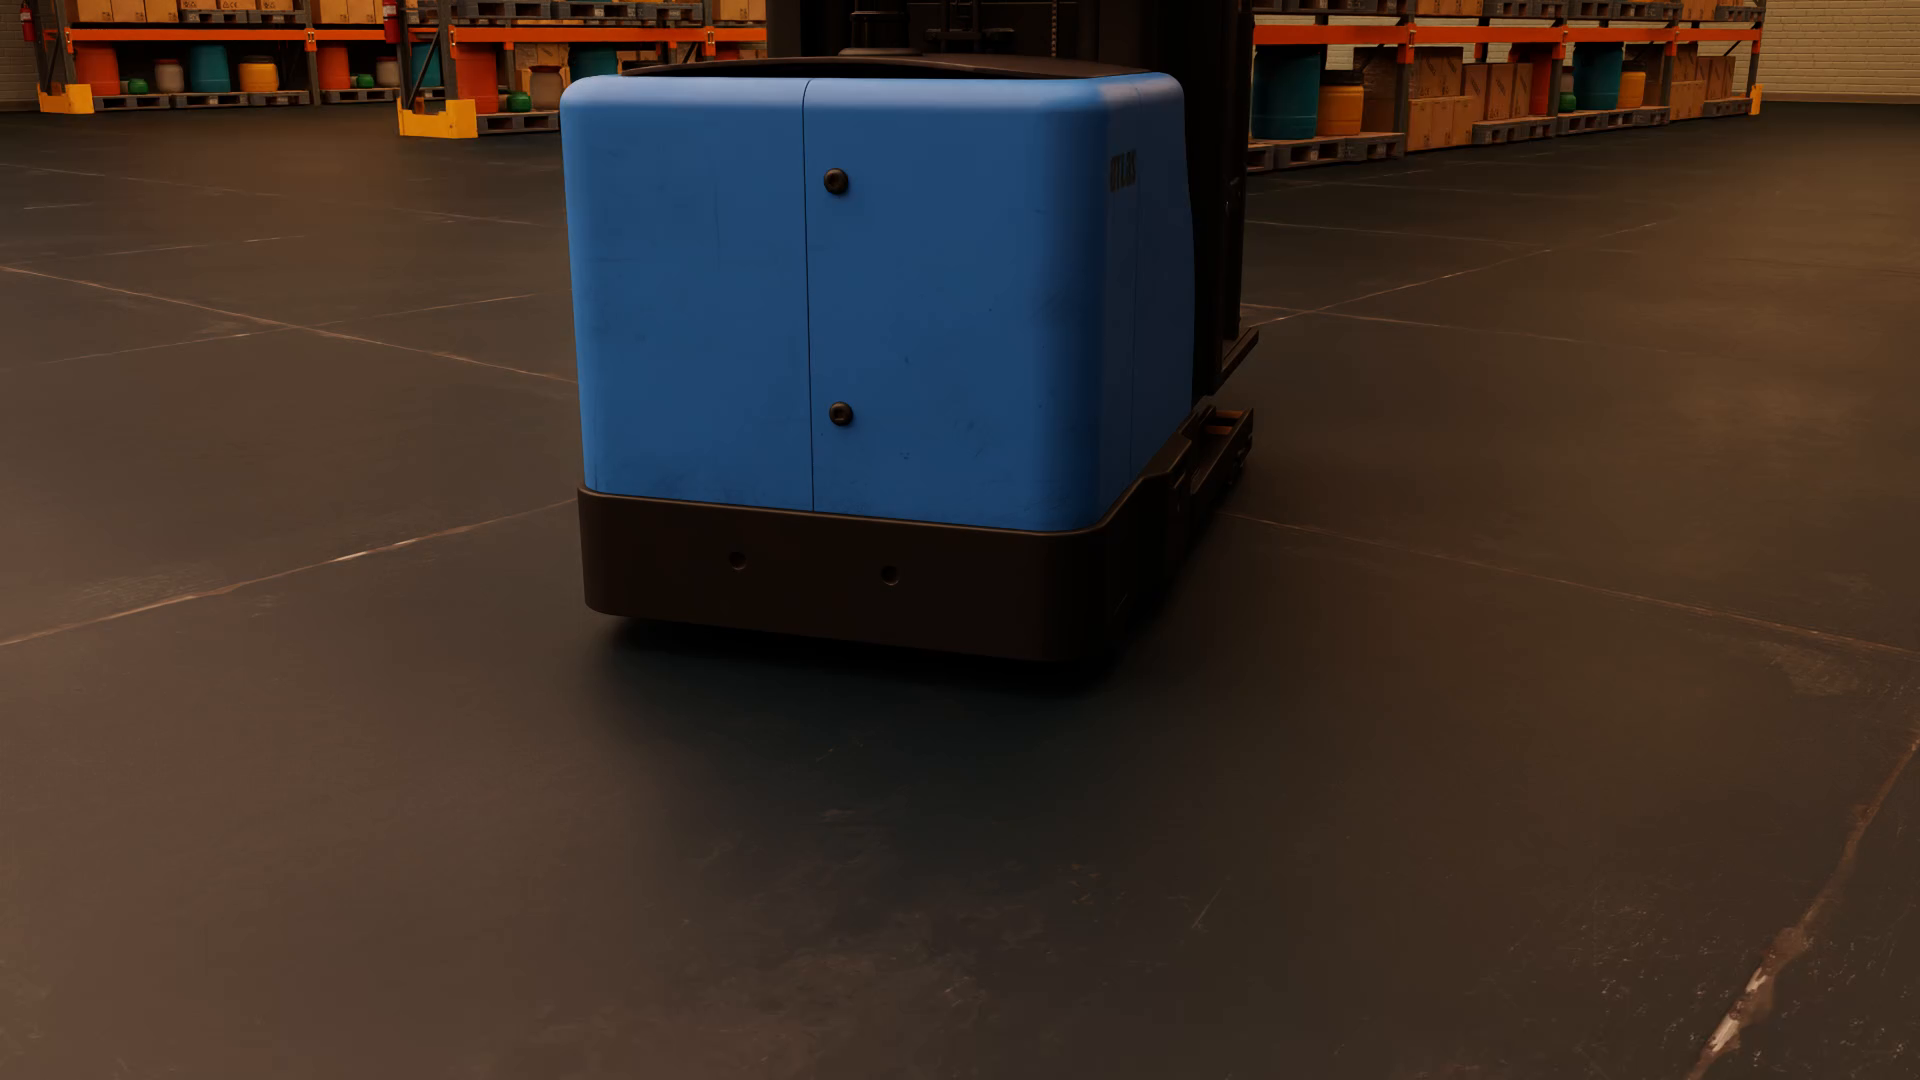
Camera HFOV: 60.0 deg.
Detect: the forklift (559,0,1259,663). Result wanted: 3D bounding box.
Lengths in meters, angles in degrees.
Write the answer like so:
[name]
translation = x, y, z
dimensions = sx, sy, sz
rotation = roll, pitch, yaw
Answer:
[forklift]
translation = 0.182, -1.571, 4.072
dimensions = 1.130, 2.935, 3.031
rotation = 5, 18, 17
